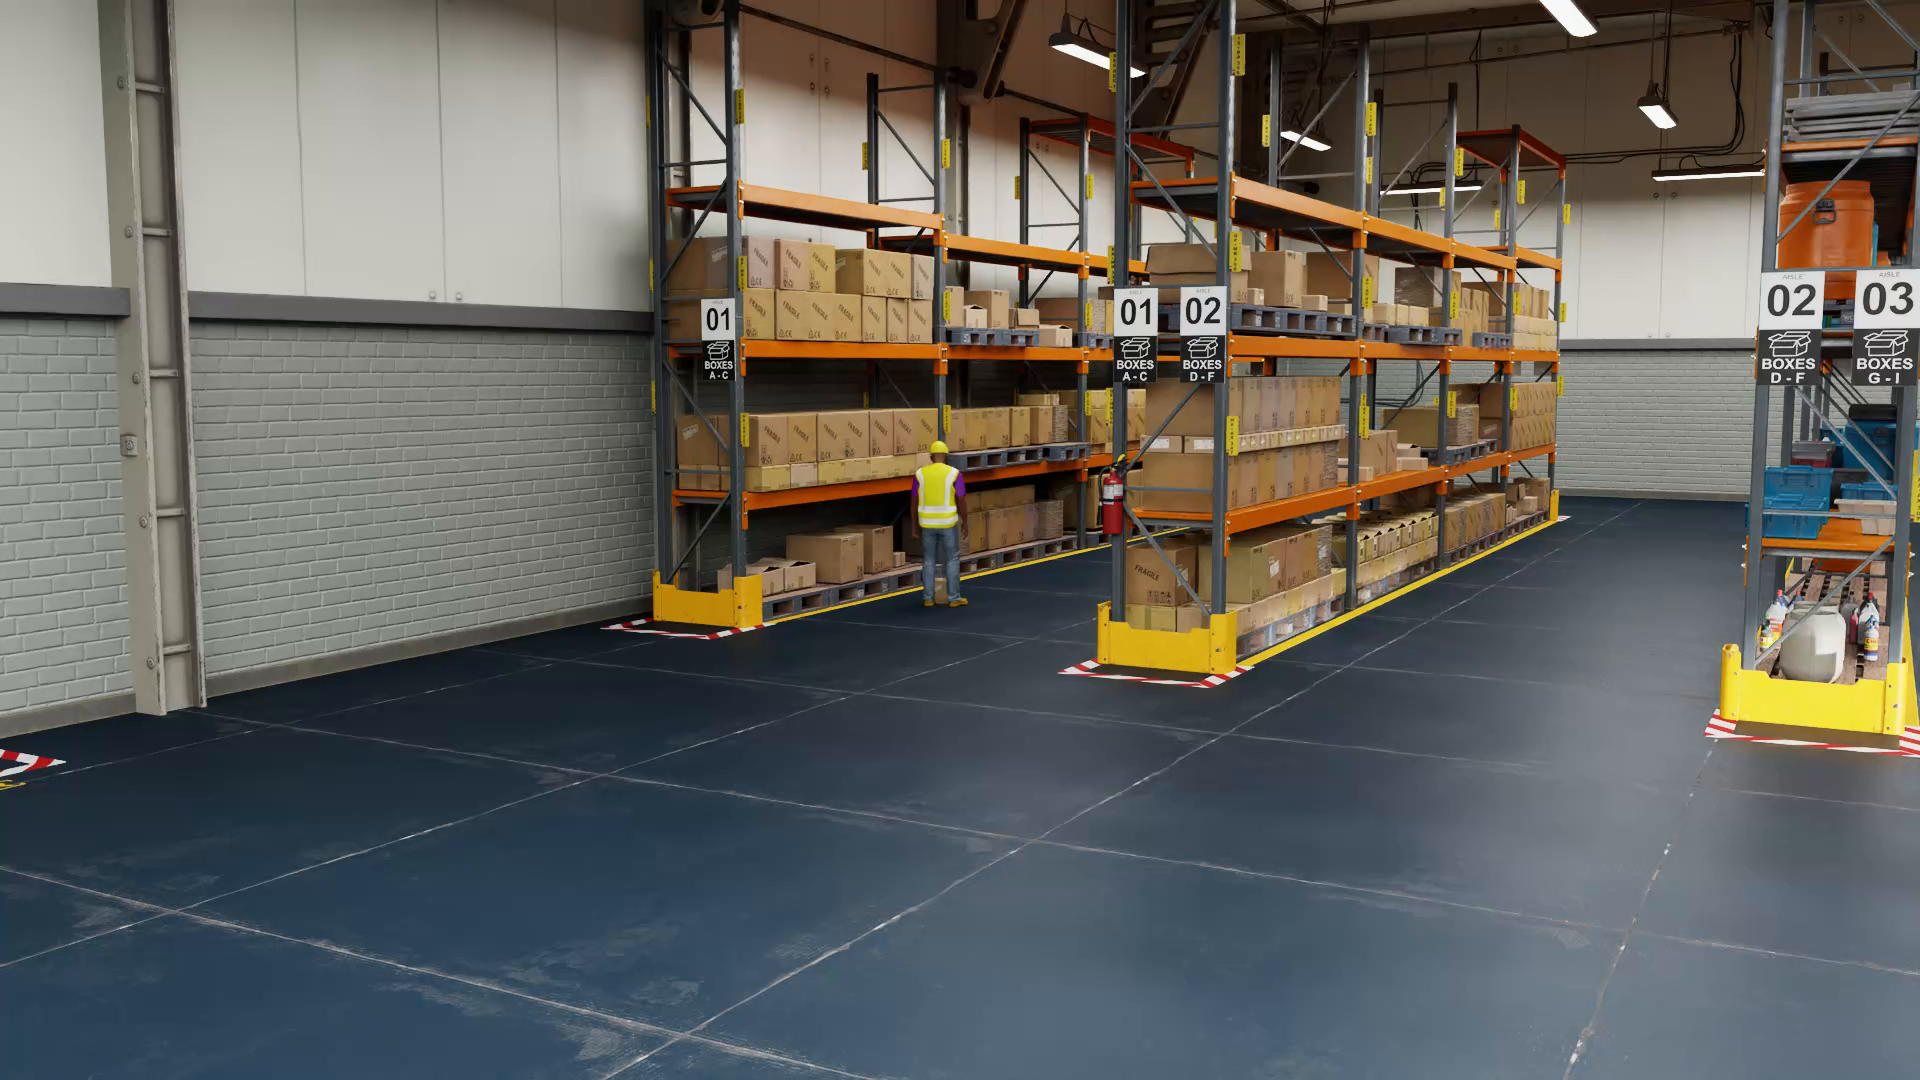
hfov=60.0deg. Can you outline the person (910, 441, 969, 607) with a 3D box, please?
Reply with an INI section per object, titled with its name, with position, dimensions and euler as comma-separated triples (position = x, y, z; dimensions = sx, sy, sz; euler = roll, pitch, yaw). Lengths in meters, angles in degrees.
[person]
position = -0.216, -0.174, 17.744
dimensions = 0.625, 1.759, 0.463
euler = 1, 6, 13
